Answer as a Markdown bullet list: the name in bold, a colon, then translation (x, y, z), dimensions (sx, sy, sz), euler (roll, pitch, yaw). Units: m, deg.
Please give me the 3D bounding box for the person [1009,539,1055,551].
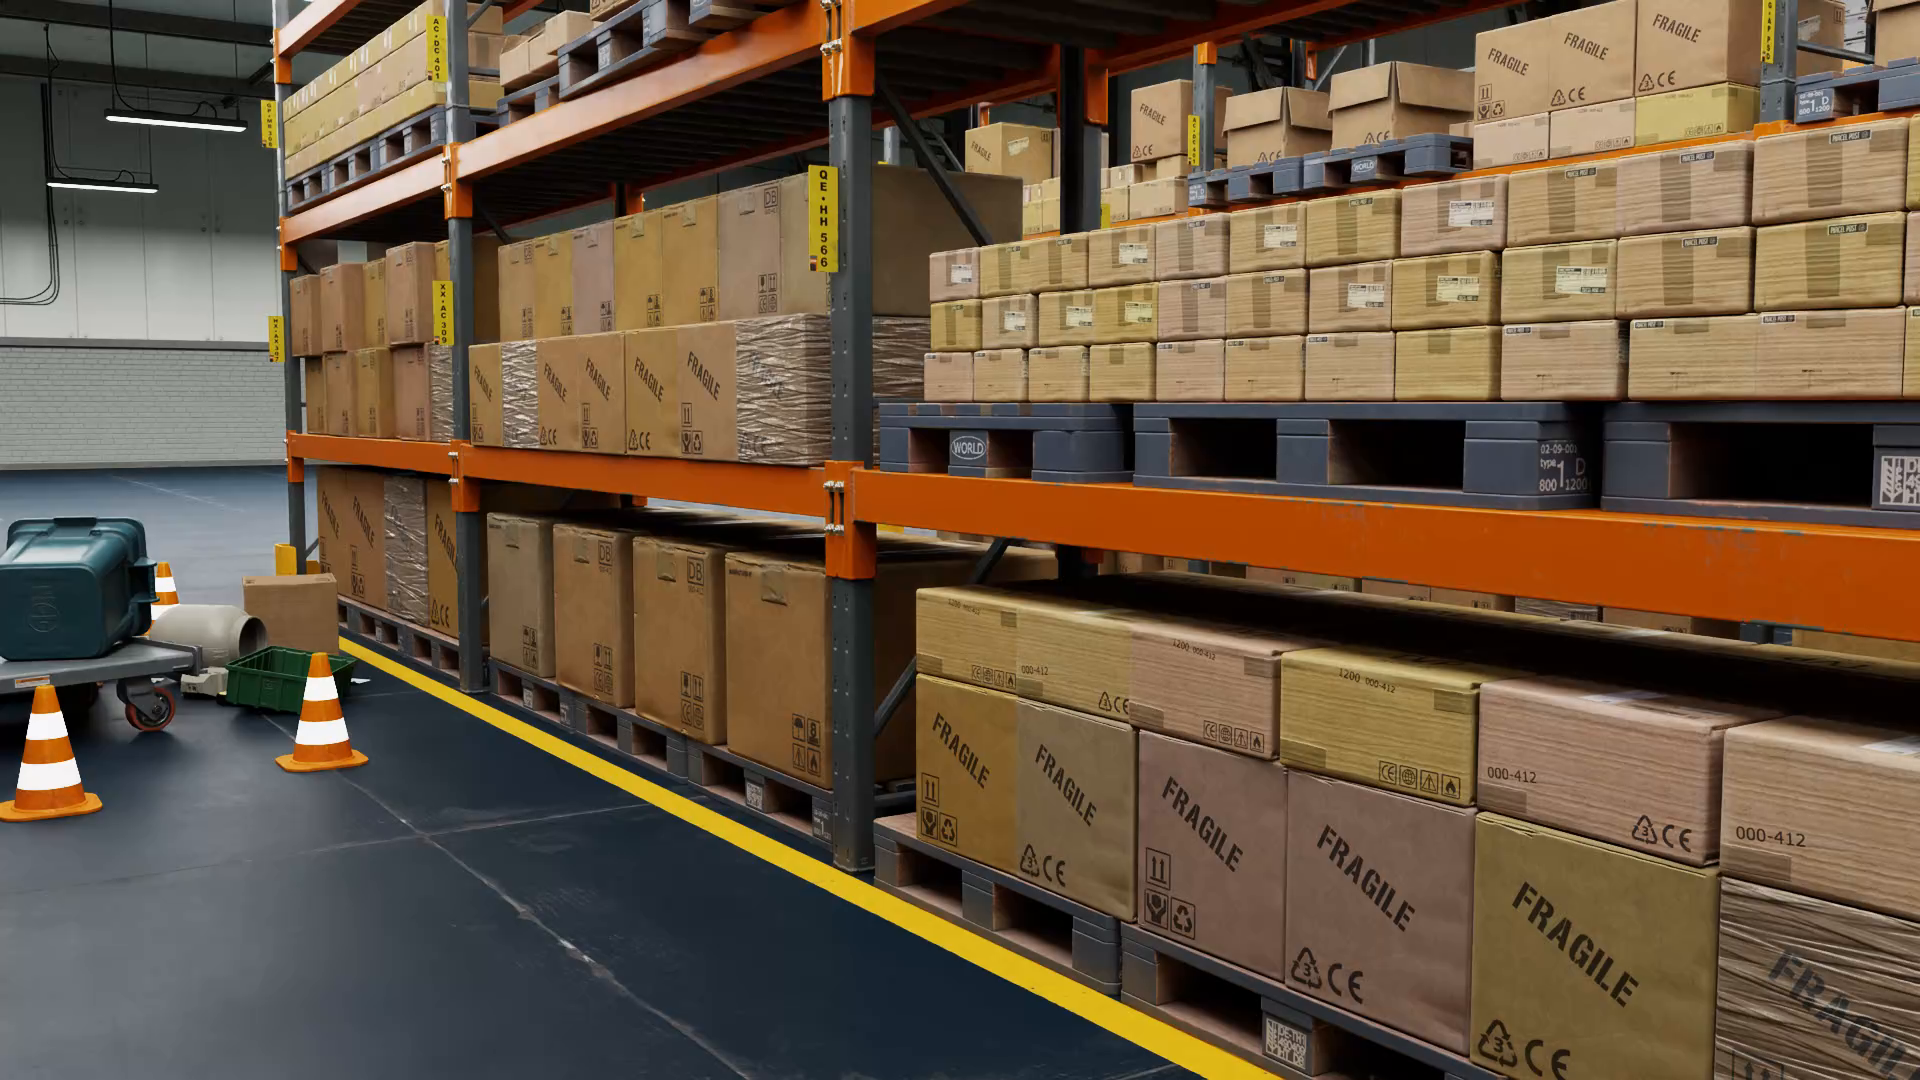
- **person**: translation (0.444, -0.101, 9.324), dimensions (0.527, 1.756, 0.547), euler (-3, 5, -32)
